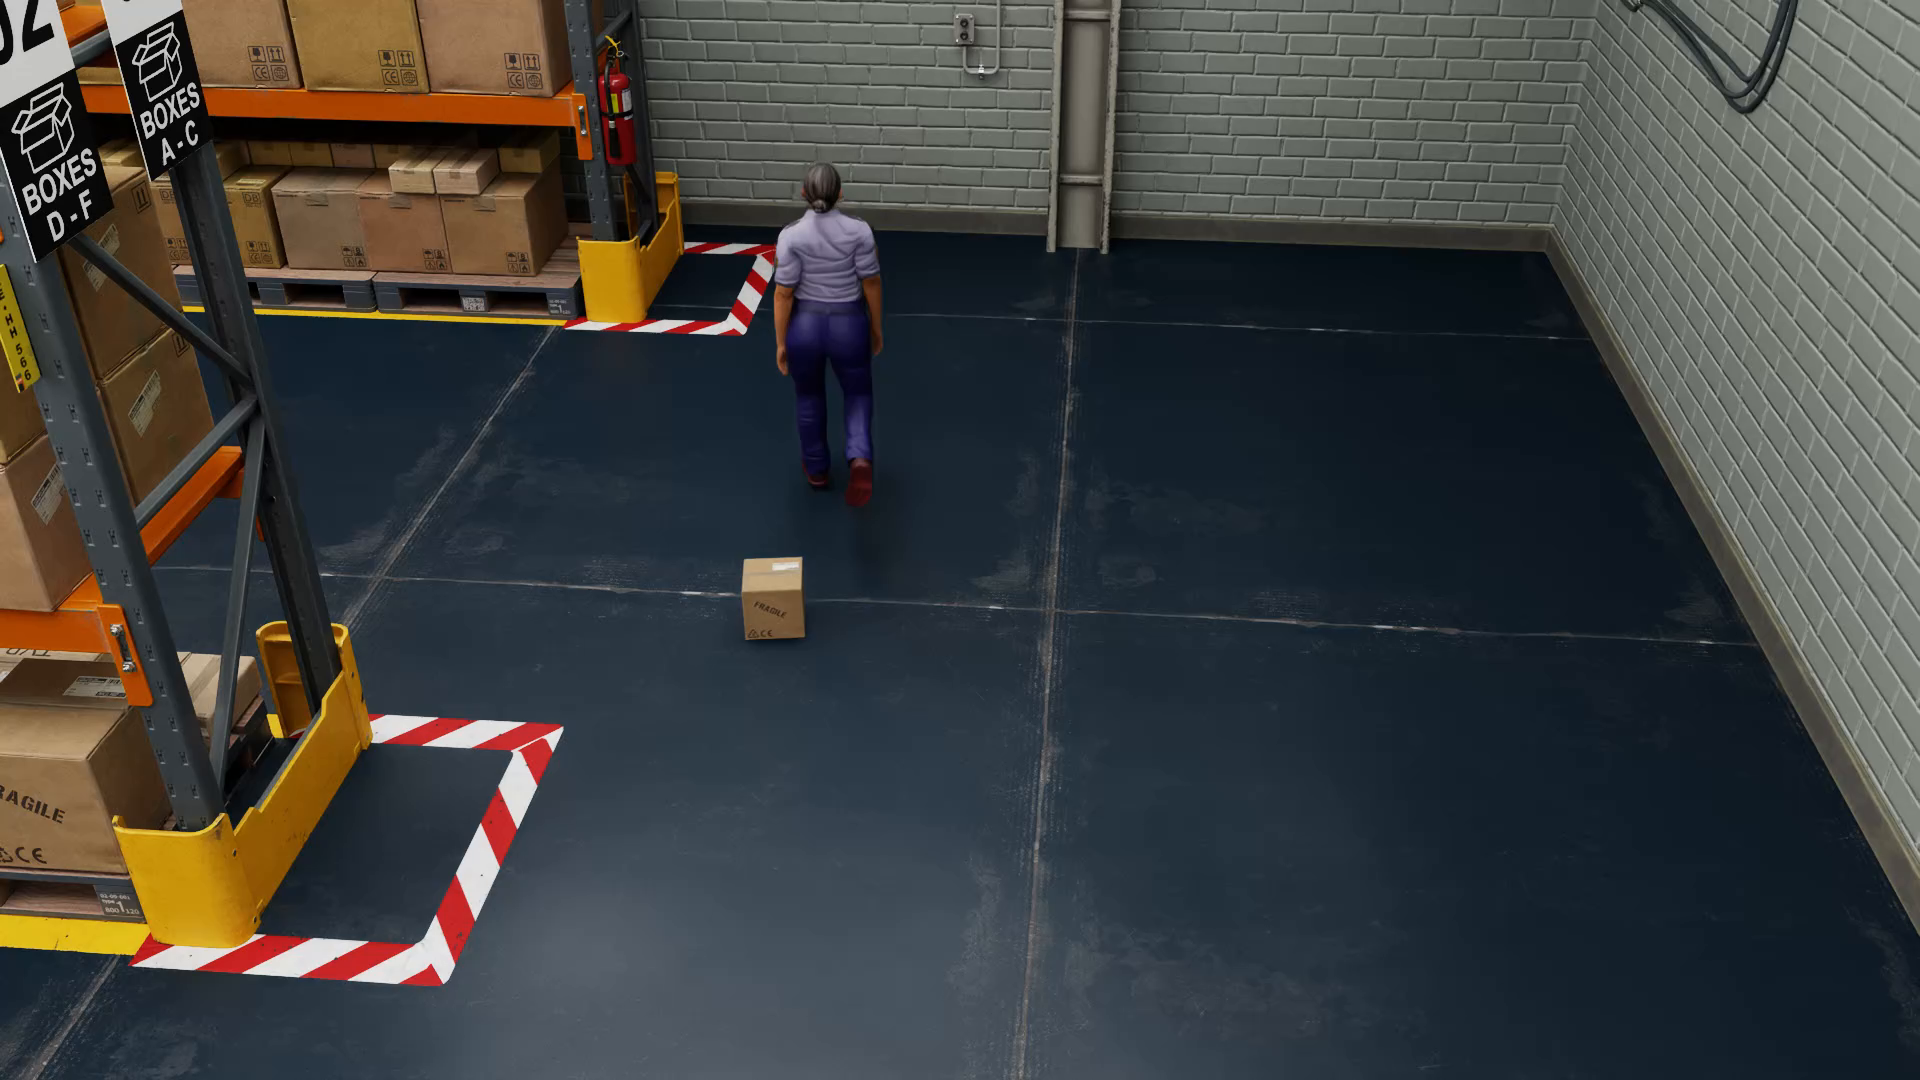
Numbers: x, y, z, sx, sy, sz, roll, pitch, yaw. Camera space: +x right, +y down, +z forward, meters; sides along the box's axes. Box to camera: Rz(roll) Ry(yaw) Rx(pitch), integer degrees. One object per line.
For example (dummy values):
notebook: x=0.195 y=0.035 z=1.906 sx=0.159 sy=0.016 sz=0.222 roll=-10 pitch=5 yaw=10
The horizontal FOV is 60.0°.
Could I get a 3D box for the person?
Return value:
person: x=-0.593 y=-0.925 z=7.604 sx=0.501 sy=1.619 sz=0.671 roll=-4 pitch=32 yaw=-6
